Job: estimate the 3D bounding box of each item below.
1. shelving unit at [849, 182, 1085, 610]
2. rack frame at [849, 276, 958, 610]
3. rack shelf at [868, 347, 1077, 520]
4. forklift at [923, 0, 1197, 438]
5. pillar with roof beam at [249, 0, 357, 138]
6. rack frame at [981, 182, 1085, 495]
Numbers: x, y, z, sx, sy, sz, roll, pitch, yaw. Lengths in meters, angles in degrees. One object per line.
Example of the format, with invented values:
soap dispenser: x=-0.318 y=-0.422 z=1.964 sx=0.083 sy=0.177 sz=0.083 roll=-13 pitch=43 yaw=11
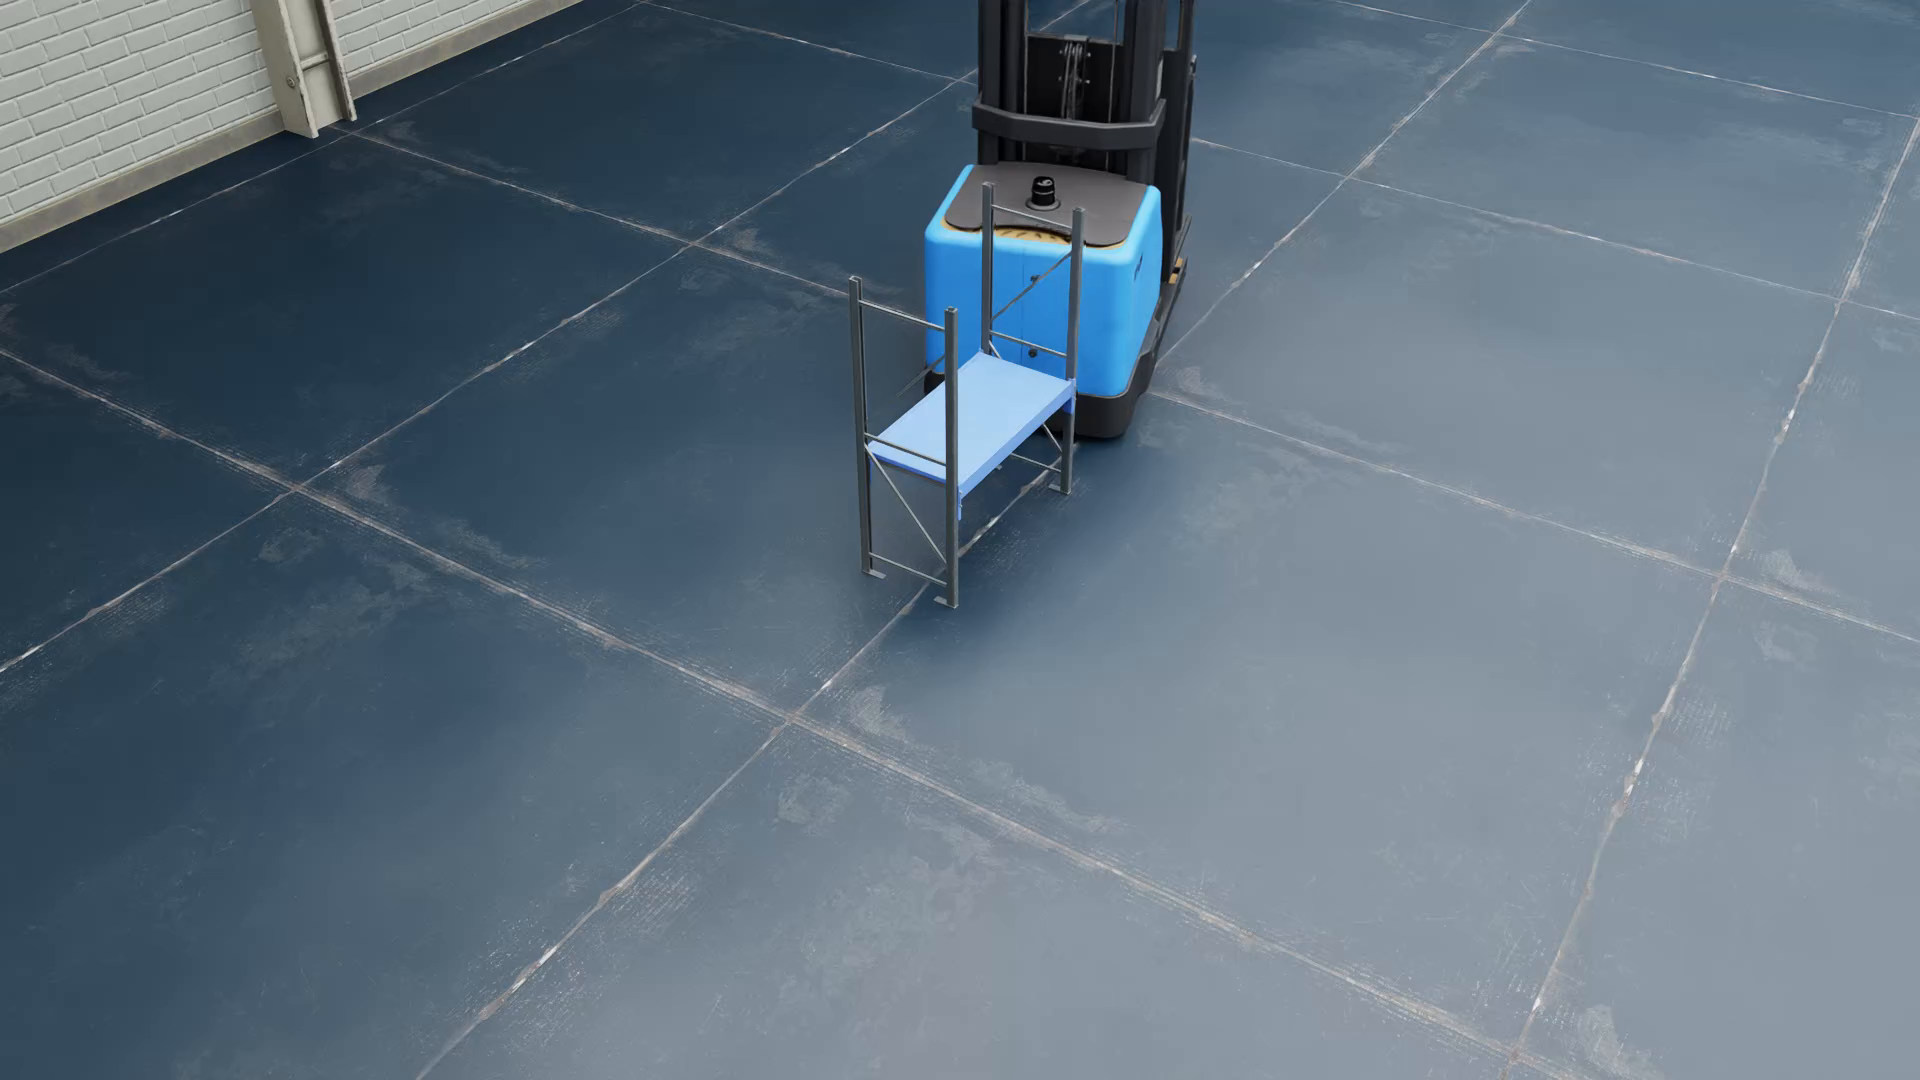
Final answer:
shelving unit: x=0.046 y=-0.638 z=7.349 sx=0.538 sy=1.500 sz=1.048 roll=21 pitch=42 yaw=25
rack frame: x=-0.227 y=-0.376 z=7.009 sx=0.500 sy=1.500 sz=0.032 roll=21 pitch=42 yaw=25
rack shelf: x=0.046 y=-0.496 z=7.459 sx=0.538 sy=0.185 sz=1.000 roll=21 pitch=42 yaw=25
forklift: x=0.695 y=-2.572 z=8.686 sx=1.130 sy=2.935 sz=3.031 roll=9 pitch=39 yaw=12
pillar with roof beam: x=-0.783 y=-5.032 z=6.908 sx=9.100 sy=9.000 sz=0.400 roll=21 pitch=42 yaw=25
rack frame: x=0.318 y=-0.900 z=7.689 sx=0.500 sy=1.500 sz=0.032 roll=21 pitch=42 yaw=25
